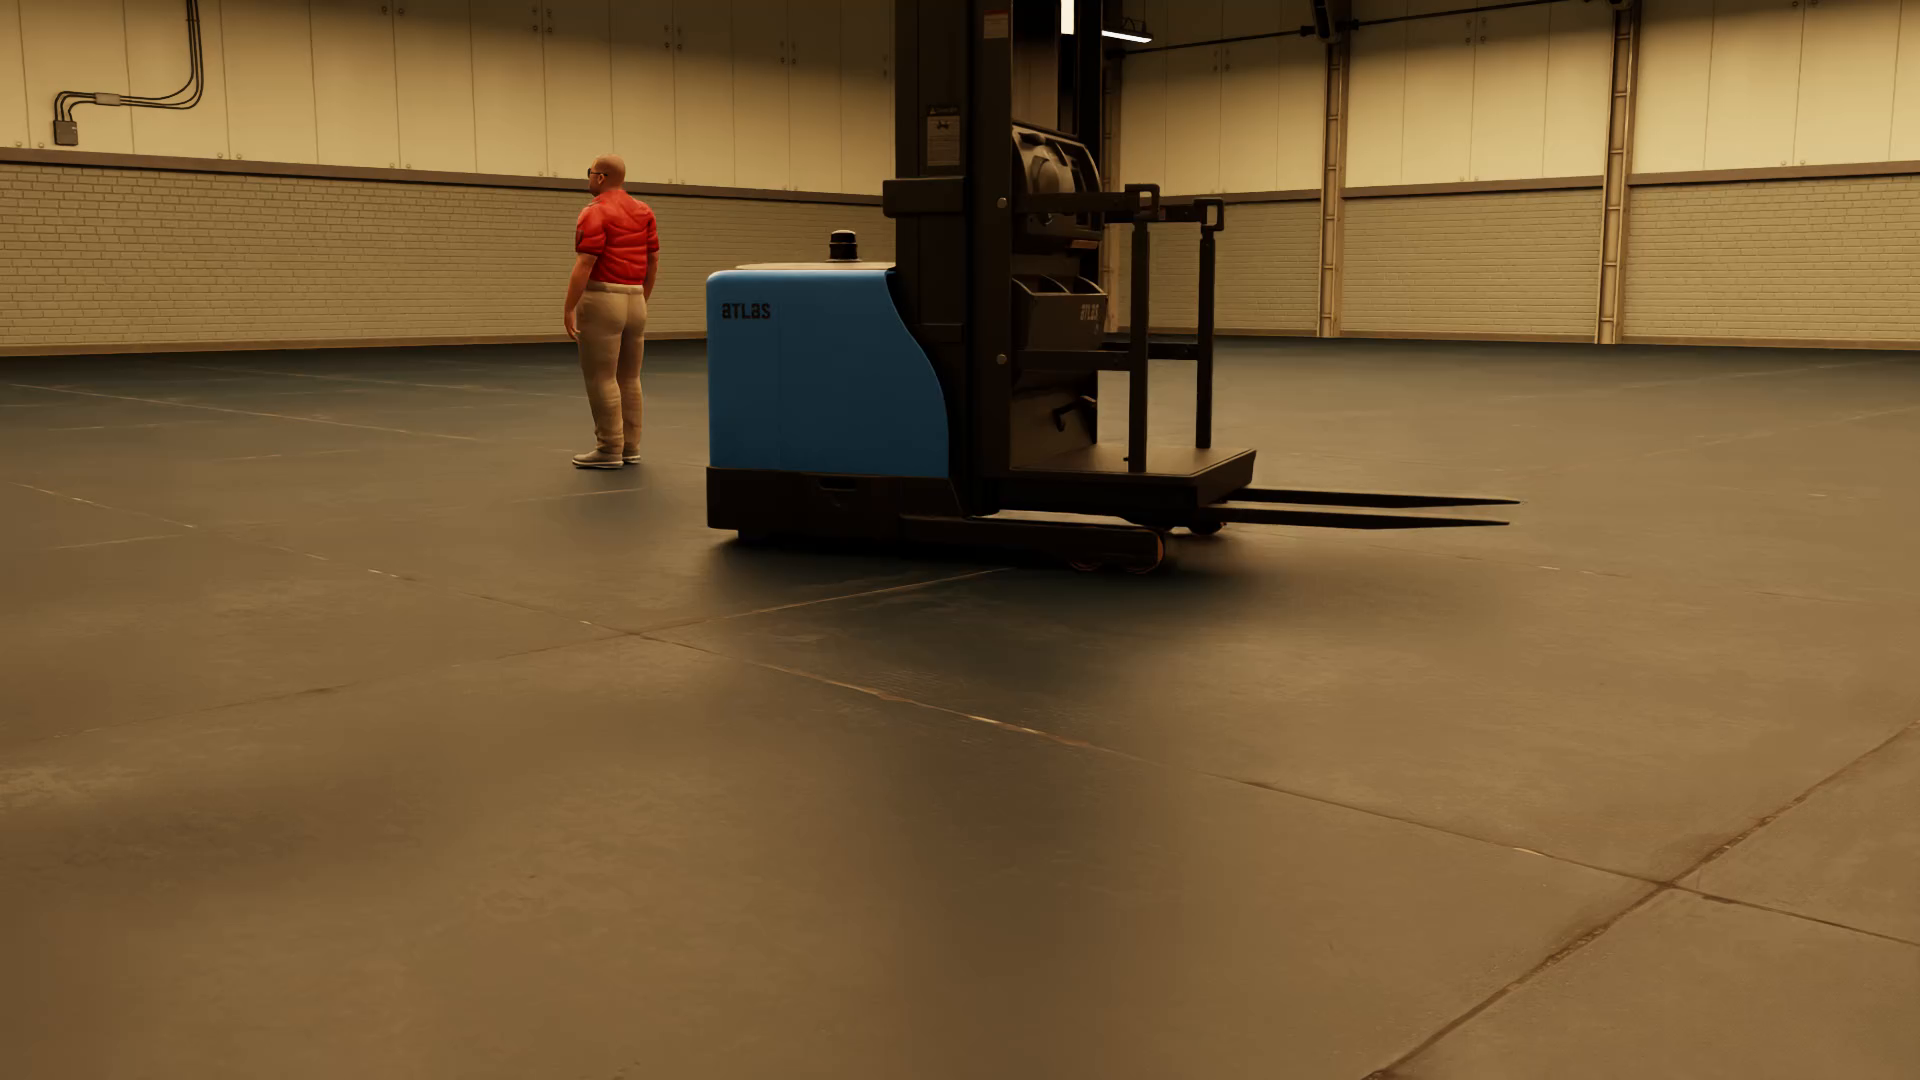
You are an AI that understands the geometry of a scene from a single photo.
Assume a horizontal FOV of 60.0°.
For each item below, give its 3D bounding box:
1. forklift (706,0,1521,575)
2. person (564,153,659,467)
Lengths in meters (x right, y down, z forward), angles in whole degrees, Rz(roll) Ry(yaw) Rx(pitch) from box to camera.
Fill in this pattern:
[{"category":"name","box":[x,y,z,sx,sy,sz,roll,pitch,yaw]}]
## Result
[{"category":"forklift","box":[0.565,-1.416,6.275,3.031,2.935,1.130,3,9,22]},{"category":"person","box":[-2.024,-1.277,9.345,0.550,1.728,0.642,5,10,32]}]
